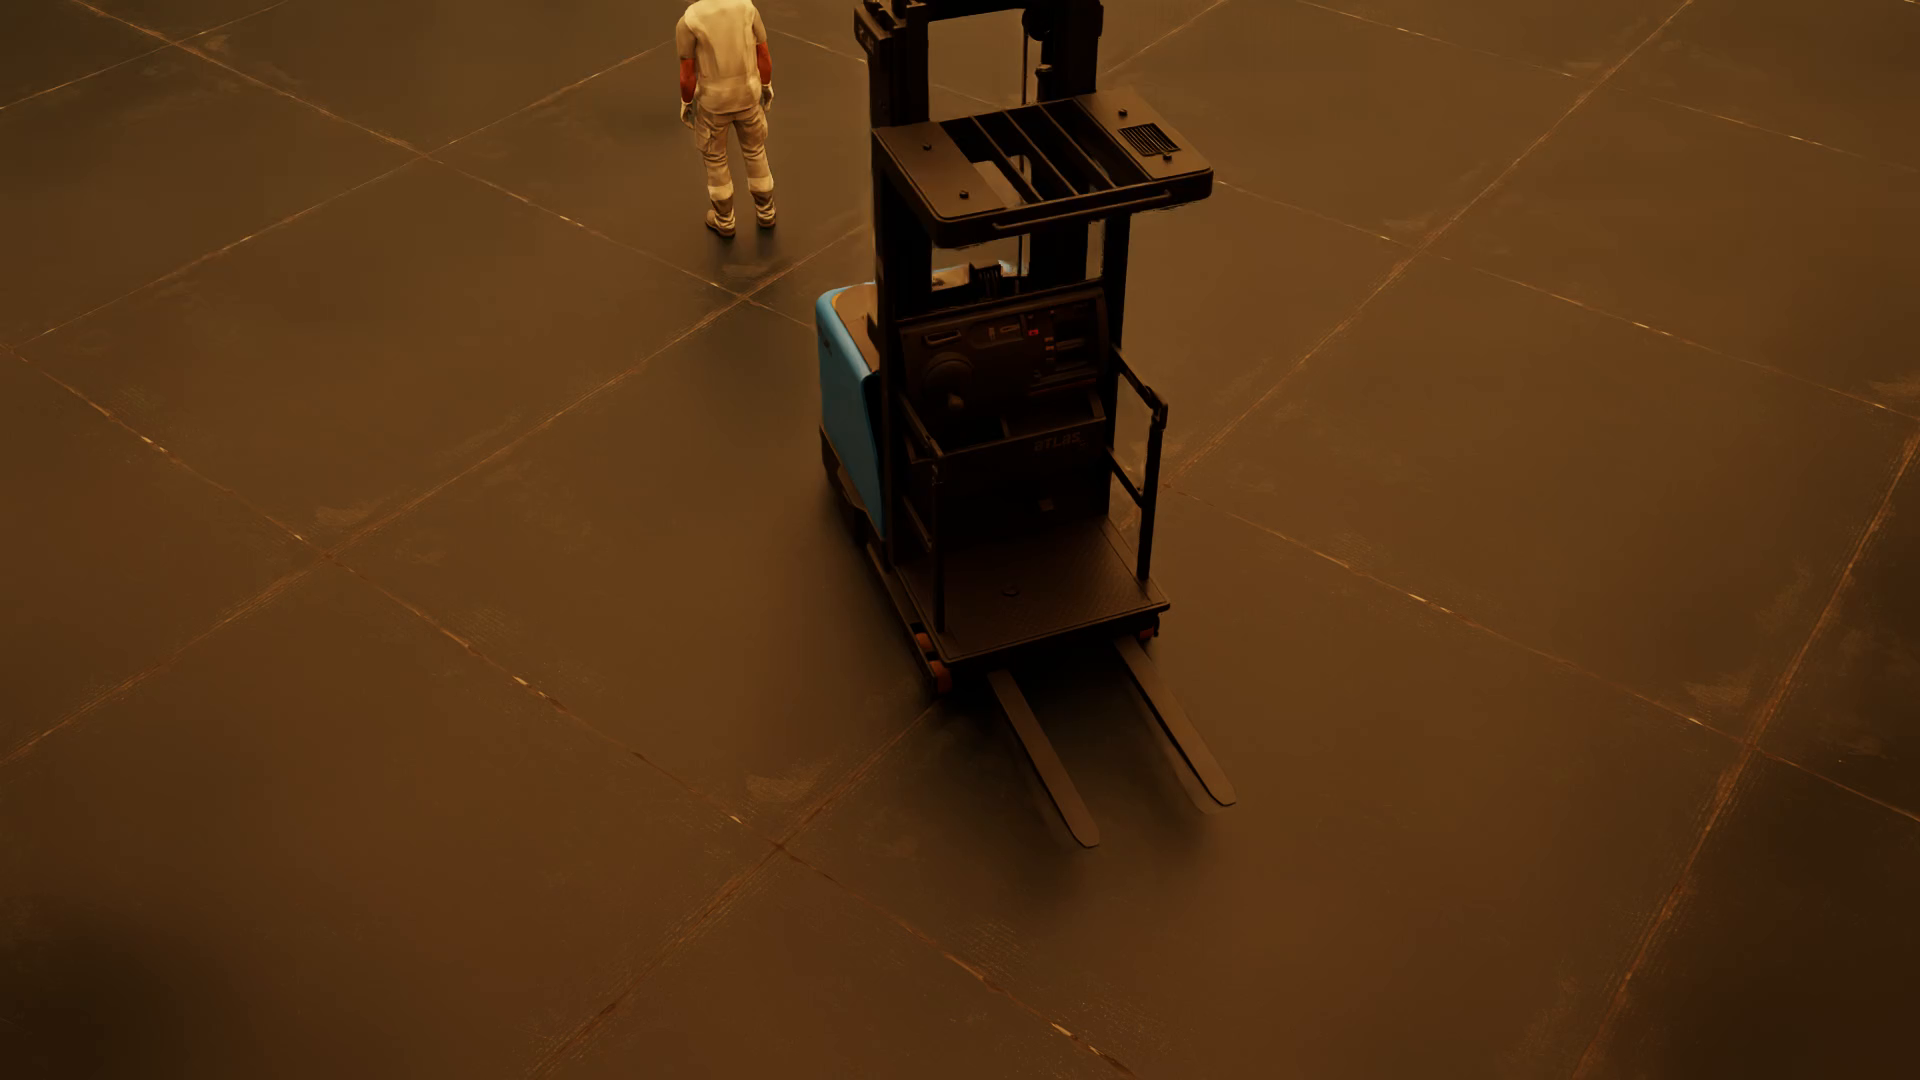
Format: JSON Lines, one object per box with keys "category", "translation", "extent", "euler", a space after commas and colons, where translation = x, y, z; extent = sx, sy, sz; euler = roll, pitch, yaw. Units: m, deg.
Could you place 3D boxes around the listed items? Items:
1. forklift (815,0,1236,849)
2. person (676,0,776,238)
{"category": "forklift", "translation": [0.274, -0.724, 6.923], "extent": [1.130, 2.935, 3.031], "euler": [-14, 42, -16]}
{"category": "person", "translation": [-1.424, -2.699, 10.132], "extent": [0.608, 1.777, 0.454], "euler": [-17, 43, -19]}
